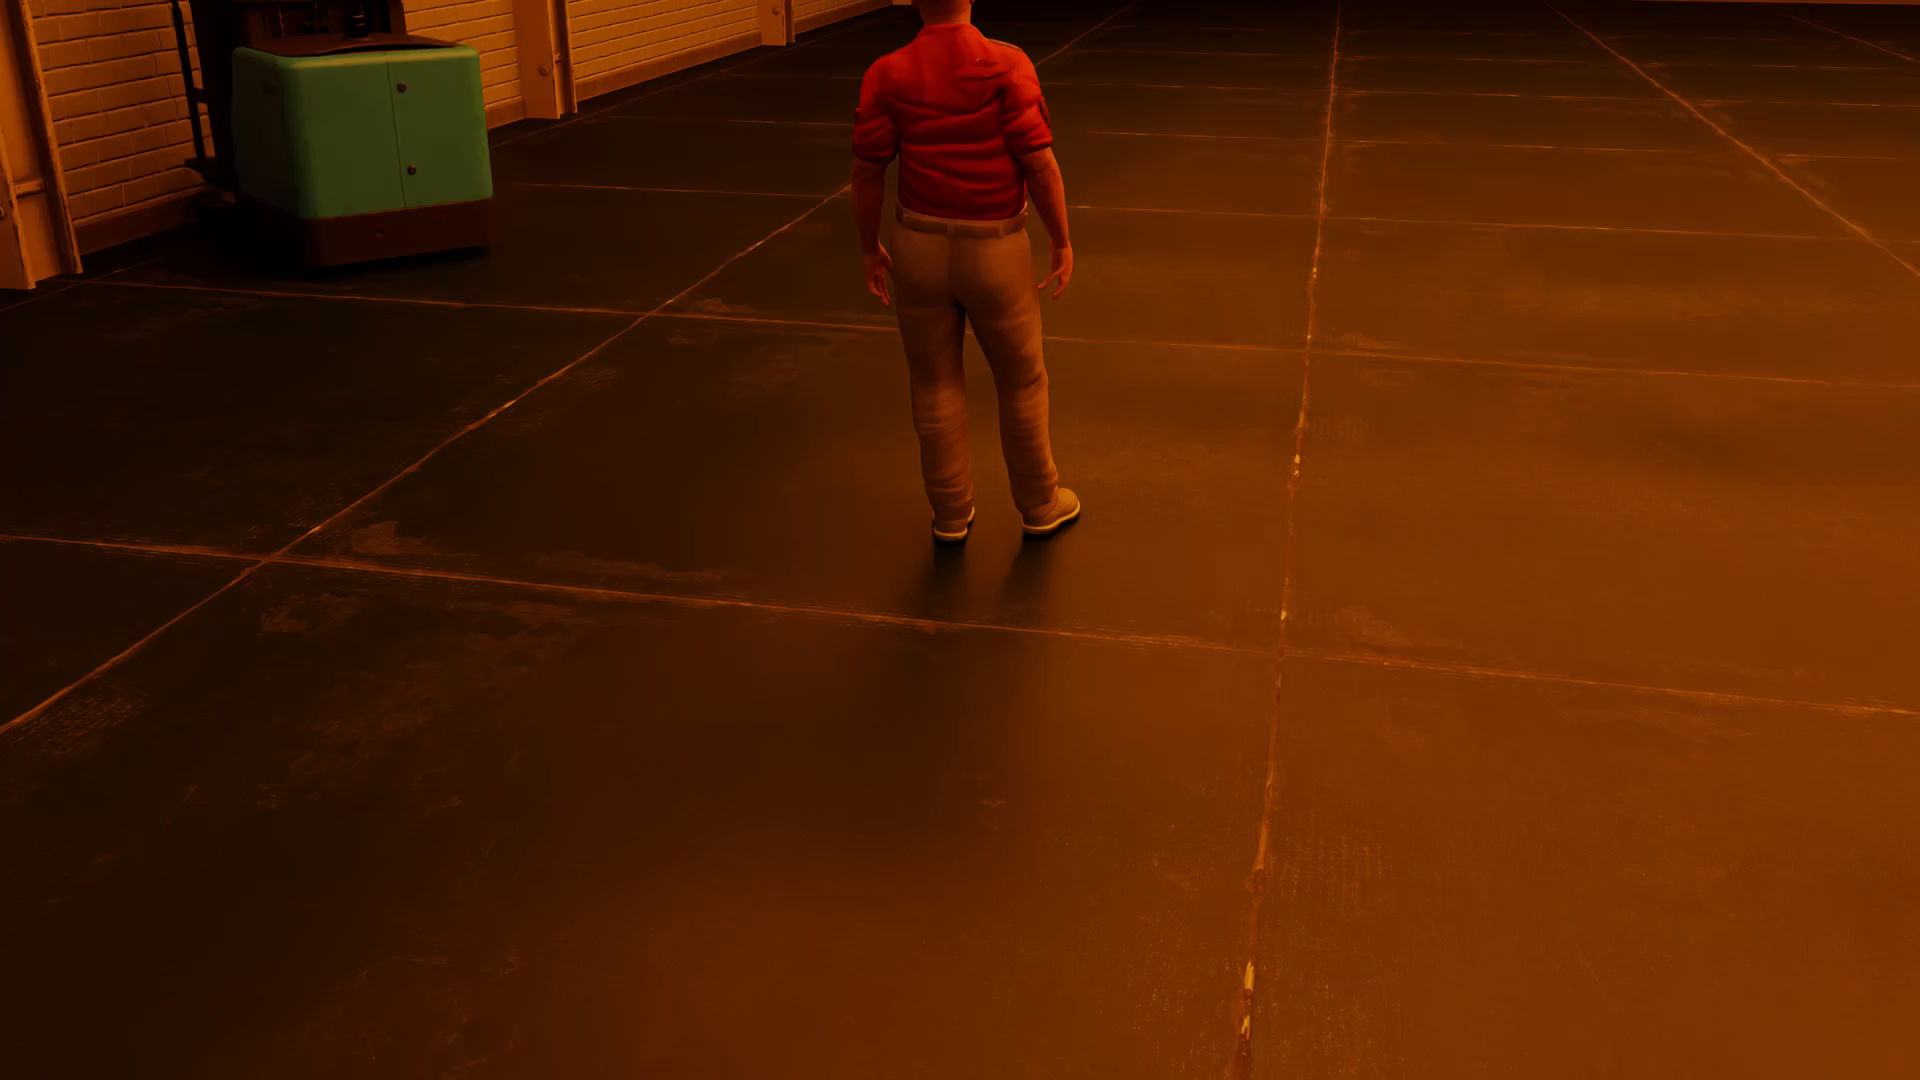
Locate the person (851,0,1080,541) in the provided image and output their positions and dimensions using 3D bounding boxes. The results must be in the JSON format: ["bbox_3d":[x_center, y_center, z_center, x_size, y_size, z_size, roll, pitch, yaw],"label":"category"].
[{"bbox_3d":[0.031,-0.839,4.898,0.640,1.727,0.551,5,23,11],"label":"person"}]

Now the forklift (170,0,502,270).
[{"bbox_3d":[-3.754,-3.205,9.127,1.130,2.935,3.031,-17,27,-35],"label":"forklift"}]
